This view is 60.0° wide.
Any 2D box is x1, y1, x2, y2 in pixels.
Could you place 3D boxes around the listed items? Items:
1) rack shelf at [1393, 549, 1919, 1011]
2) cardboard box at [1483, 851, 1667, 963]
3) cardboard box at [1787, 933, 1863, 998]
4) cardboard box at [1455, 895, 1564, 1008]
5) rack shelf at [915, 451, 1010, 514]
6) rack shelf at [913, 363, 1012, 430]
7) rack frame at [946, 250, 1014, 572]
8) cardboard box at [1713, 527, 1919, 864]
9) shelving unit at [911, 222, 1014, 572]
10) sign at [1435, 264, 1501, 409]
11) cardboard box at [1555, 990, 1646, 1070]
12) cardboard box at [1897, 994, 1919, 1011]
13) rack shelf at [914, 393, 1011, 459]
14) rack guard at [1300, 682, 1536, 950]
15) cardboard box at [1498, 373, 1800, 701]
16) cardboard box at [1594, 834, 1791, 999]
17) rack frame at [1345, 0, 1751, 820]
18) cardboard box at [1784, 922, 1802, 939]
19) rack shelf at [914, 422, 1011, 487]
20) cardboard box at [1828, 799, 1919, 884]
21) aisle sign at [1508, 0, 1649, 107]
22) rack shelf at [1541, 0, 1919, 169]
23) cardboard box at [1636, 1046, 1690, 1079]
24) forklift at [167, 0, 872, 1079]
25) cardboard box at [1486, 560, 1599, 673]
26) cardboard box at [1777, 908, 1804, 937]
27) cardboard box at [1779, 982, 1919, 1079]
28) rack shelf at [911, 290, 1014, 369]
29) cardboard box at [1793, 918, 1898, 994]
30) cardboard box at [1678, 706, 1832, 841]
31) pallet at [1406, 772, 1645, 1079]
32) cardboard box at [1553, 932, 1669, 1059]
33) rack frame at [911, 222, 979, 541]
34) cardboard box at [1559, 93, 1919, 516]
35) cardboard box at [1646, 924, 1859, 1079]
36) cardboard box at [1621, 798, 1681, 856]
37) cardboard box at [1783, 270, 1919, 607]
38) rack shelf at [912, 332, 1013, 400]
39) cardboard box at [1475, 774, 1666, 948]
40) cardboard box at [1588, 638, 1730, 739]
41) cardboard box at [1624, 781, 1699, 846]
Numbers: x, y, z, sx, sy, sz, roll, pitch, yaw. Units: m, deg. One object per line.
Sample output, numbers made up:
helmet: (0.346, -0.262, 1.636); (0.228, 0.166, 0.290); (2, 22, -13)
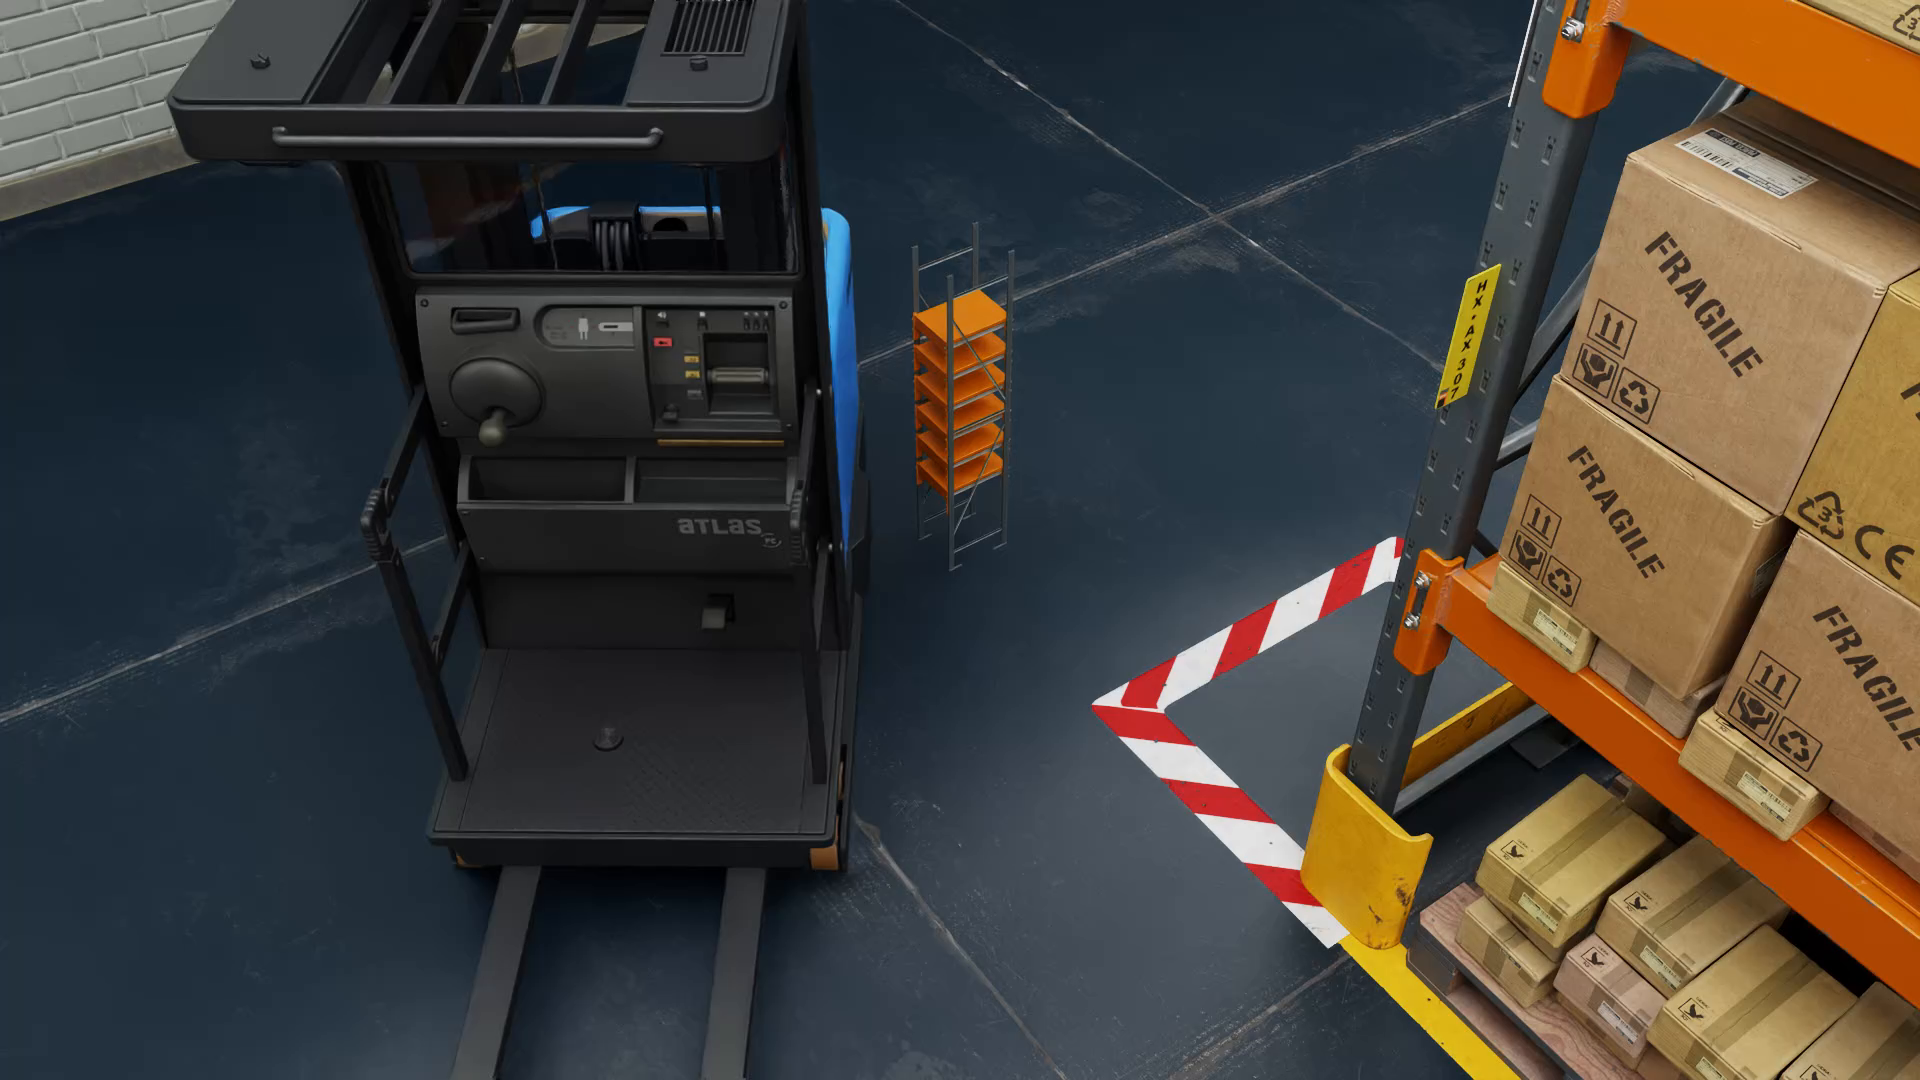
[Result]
rack shelf: (2.622, 1.082, 2.966); (1.077, 0.370, 4.000); (-26, 49, -24)
cardboard box: (1.567, 0.859, 4.223); (0.380, 0.149, 0.250); (-24, 49, -23)
cardboard box: (2.261, 1.073, 4.214); (0.380, 0.149, 0.250); (-26, 49, -25)
cardboard box: (1.515, 0.991, 4.300); (0.380, 0.149, 0.250); (-25, 49, -24)
rack shelf: (0.008, -0.220, 5.524); (0.258, 0.103, 0.180); (-26, 49, -24)
rack shelf: (0.008, -0.480, 5.275); (0.258, 0.103, 0.180); (-26, 49, -24)
rack frame: (0.061, -0.374, 5.273); (0.240, 1.200, 0.006); (-26, 49, -24)
cardboard box: (1.835, 0.201, 3.079); (0.500, 0.500, 0.500); (-26, 49, -24)
shelving unit: (0.008, -0.426, 5.327); (0.258, 1.200, 0.189); (-26, 49, -24)
sign: (1.033, -0.410, 3.380); (0.100, 0.325, 0.005); (-26, 49, -24)
cardboard box: (1.732, 1.107, 4.178); (0.380, 0.149, 0.250); (-26, 49, -25)
cardboard box: (2.382, 1.133, 3.936); (0.380, 0.149, 0.250); (-26, 50, -25)
rack shelf: (0.008, -0.394, 5.358); (0.258, 0.103, 0.180); (-26, 49, -24)
rack guard: (1.521, 0.636, 4.722); (1.175, 0.500, 0.348); (-26, 49, -24)
cardboard box: (1.508, -0.092, 3.386); (0.500, 0.500, 0.500); (-23, 48, -23)
cardboard box: (1.755, 0.892, 3.973); (0.380, 0.149, 0.250); (-25, 49, -24)
rack frame: (1.478, -0.311, 3.904); (1.000, 3.000, 0.127); (-26, 49, -24)
cardboard box: (2.180, 0.889, 4.407); (0.380, 0.149, 0.250); (-24, 49, -23)
rack shelf: (0.008, -0.307, 5.441); (0.258, 0.103, 0.180); (-26, 49, -24)
cardboard box: (1.945, 0.487, 3.250); (0.380, 0.149, 0.250); (-23, 48, -23)
aisle sign: (1.190, -1.174, 2.925); (0.394, 0.787, 0.004); (-26, 49, -24)
rack shelf: (2.622, -0.003, 1.930); (1.077, 0.370, 4.000); (-26, 49, -24)
cardboard box: (1.880, 1.245, 4.034); (0.380, 0.149, 0.250); (-25, 49, -24)
forklift: (-0.874, -0.339, 3.983); (1.130, 2.935, 3.031); (0, 44, 0)
cardboard box: (1.394, 0.093, 3.663); (0.380, 0.149, 0.250); (-26, 49, -25)
cardboard box: (2.119, 0.816, 4.268); (0.380, 0.149, 0.250); (-27, 50, -25)
cardboard box: (2.004, 1.193, 3.657); (0.380, 0.149, 0.250); (-28, 50, -26)
rack shelf: (0.008, -0.654, 5.109); (0.258, 0.103, 0.180); (-26, 49, -24)
cardboard box: (2.313, 0.940, 4.138); (0.380, 0.149, 0.250); (-28, 50, -26)
cardboard box: (1.684, 0.394, 3.347); (0.380, 0.149, 0.250); (-27, 50, -26)
pallet: (1.957, 1.215, 4.325); (1.003, 0.211, 1.213); (-26, 49, -24)
cardboard box: (1.677, 1.036, 4.038); (0.380, 0.149, 0.250); (-26, 49, -25)
rack frame: (-0.044, -0.478, 5.381); (0.240, 1.200, 0.006); (-26, 49, -24)
cardboard box: (1.517, -0.458, 3.045); (0.500, 0.500, 0.500); (-26, 49, -25)
cardboard box: (1.794, 1.086, 3.770); (0.380, 0.149, 0.250); (-26, 49, -25)
cardboard box: (1.950, 0.784, 4.517); (0.380, 0.149, 0.250); (-25, 49, -24)
cardboard box: (1.811, -0.174, 2.748); (0.500, 0.500, 0.500); (-24, 49, -23)
rack shelf: (0.008, -0.567, 5.192); (0.258, 0.103, 0.180); (-26, 49, -24)
cardboard box: (1.499, 0.784, 4.086); (0.380, 0.149, 0.250); (-28, 50, -26)
cardboard box: (1.574, 0.220, 3.529); (0.380, 0.149, 0.250); (-24, 49, -23)
cardboard box: (2.014, 0.647, 4.445); (0.380, 0.149, 0.250); (-27, 50, -25)
